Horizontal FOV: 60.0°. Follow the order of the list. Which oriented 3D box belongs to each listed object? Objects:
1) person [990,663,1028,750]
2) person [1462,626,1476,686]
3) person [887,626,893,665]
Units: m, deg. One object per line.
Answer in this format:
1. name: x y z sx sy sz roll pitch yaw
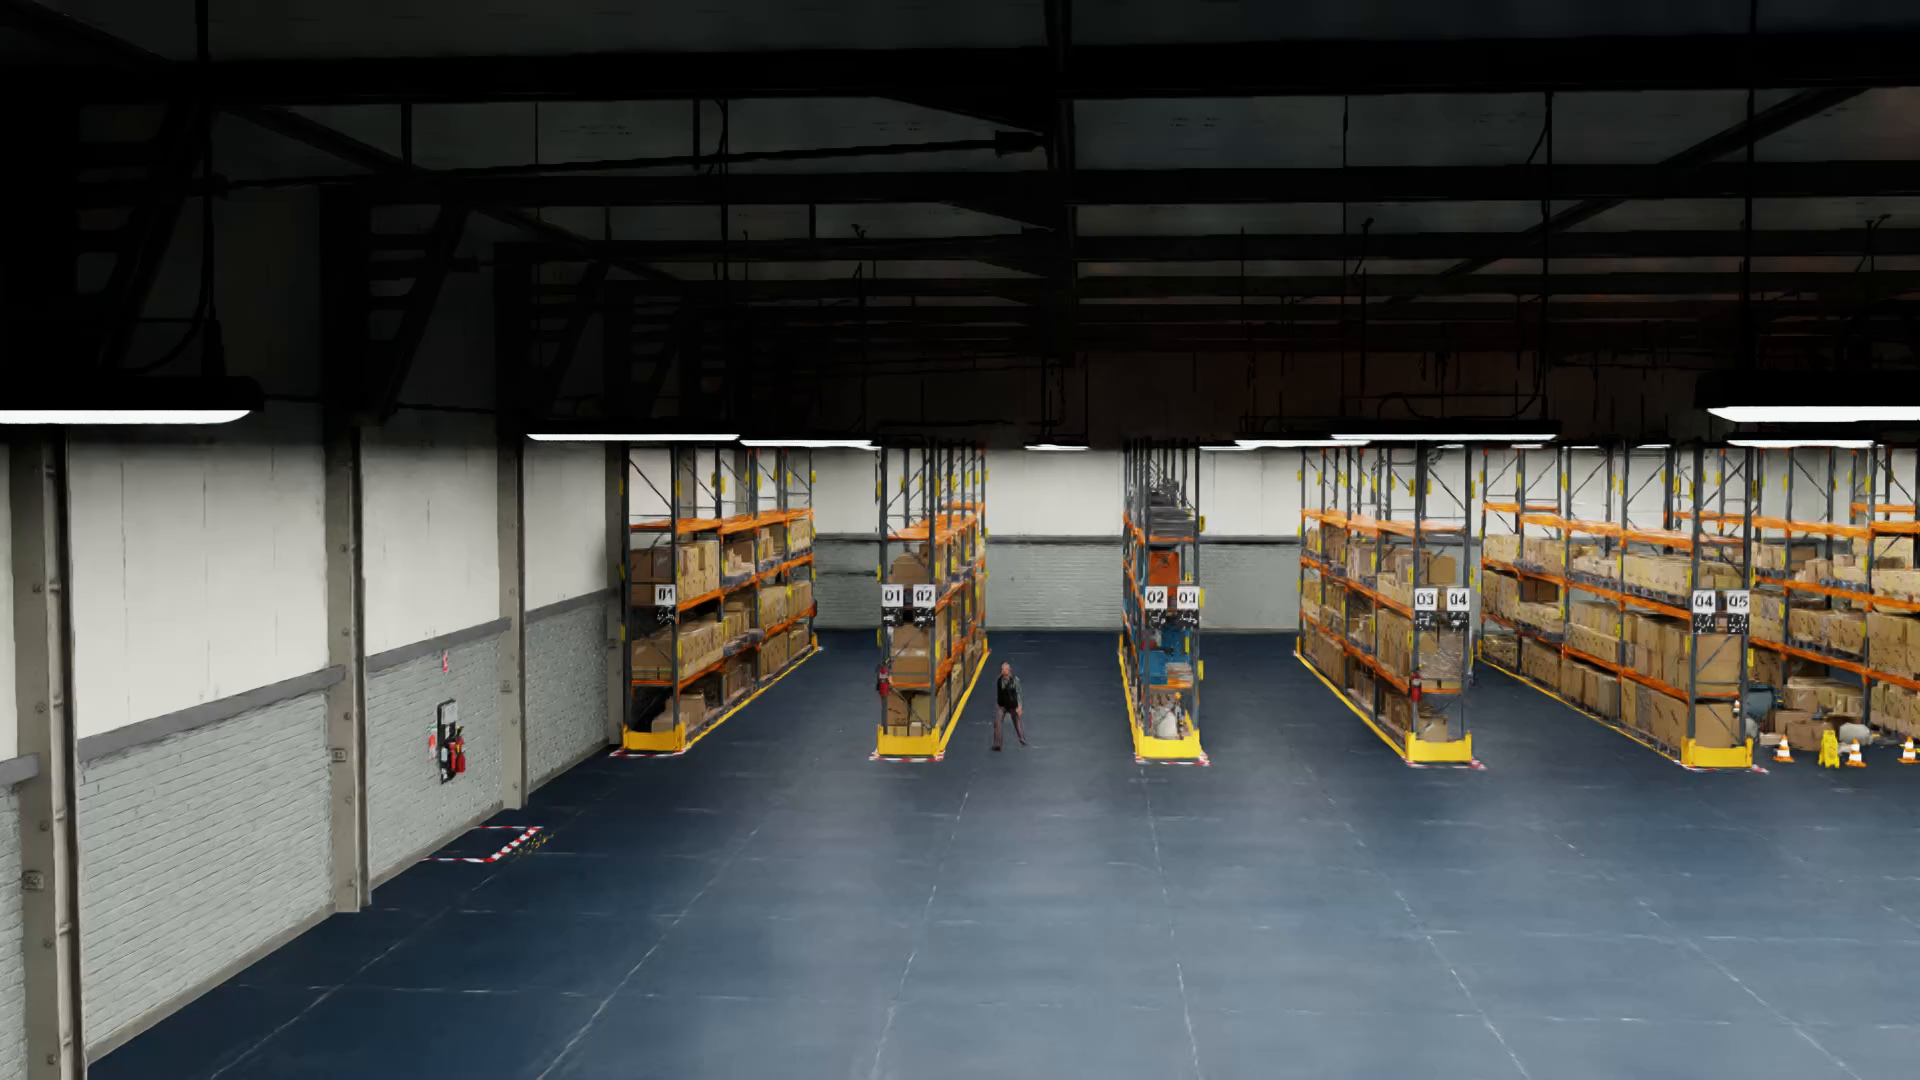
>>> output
1. person: 0.950 3.185 31.943 0.572 1.669 0.954 1 3 25
2. person: 12.293 2.682 40.603 0.553 1.709 1.123 0 3 6
3. person: -1.713 2.510 44.357 0.449 1.671 0.533 -2 3 -27
